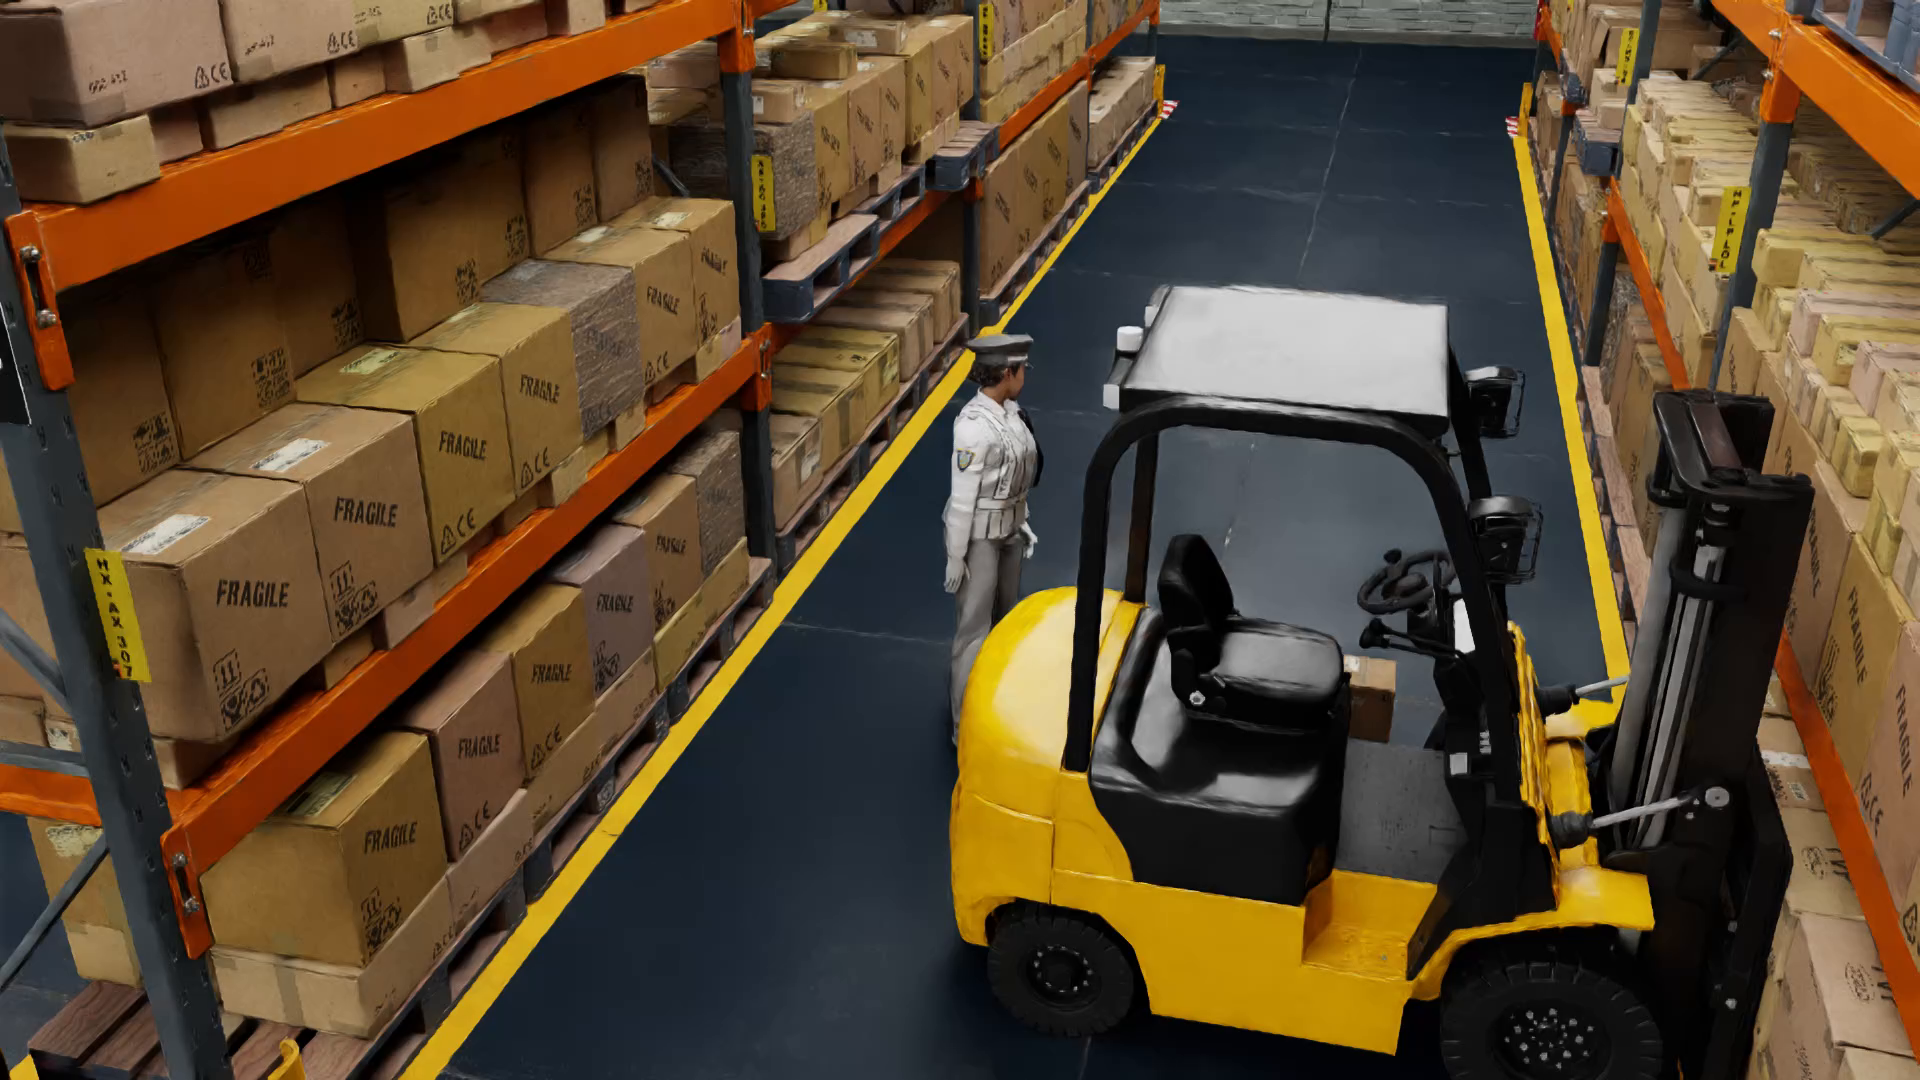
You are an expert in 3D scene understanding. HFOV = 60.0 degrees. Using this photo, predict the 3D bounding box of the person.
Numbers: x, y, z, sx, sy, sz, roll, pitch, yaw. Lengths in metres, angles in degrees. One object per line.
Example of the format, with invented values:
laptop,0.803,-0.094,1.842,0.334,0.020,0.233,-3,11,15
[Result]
person,0.126,0.005,6.610,0.527,1.641,0.604,15,29,28
